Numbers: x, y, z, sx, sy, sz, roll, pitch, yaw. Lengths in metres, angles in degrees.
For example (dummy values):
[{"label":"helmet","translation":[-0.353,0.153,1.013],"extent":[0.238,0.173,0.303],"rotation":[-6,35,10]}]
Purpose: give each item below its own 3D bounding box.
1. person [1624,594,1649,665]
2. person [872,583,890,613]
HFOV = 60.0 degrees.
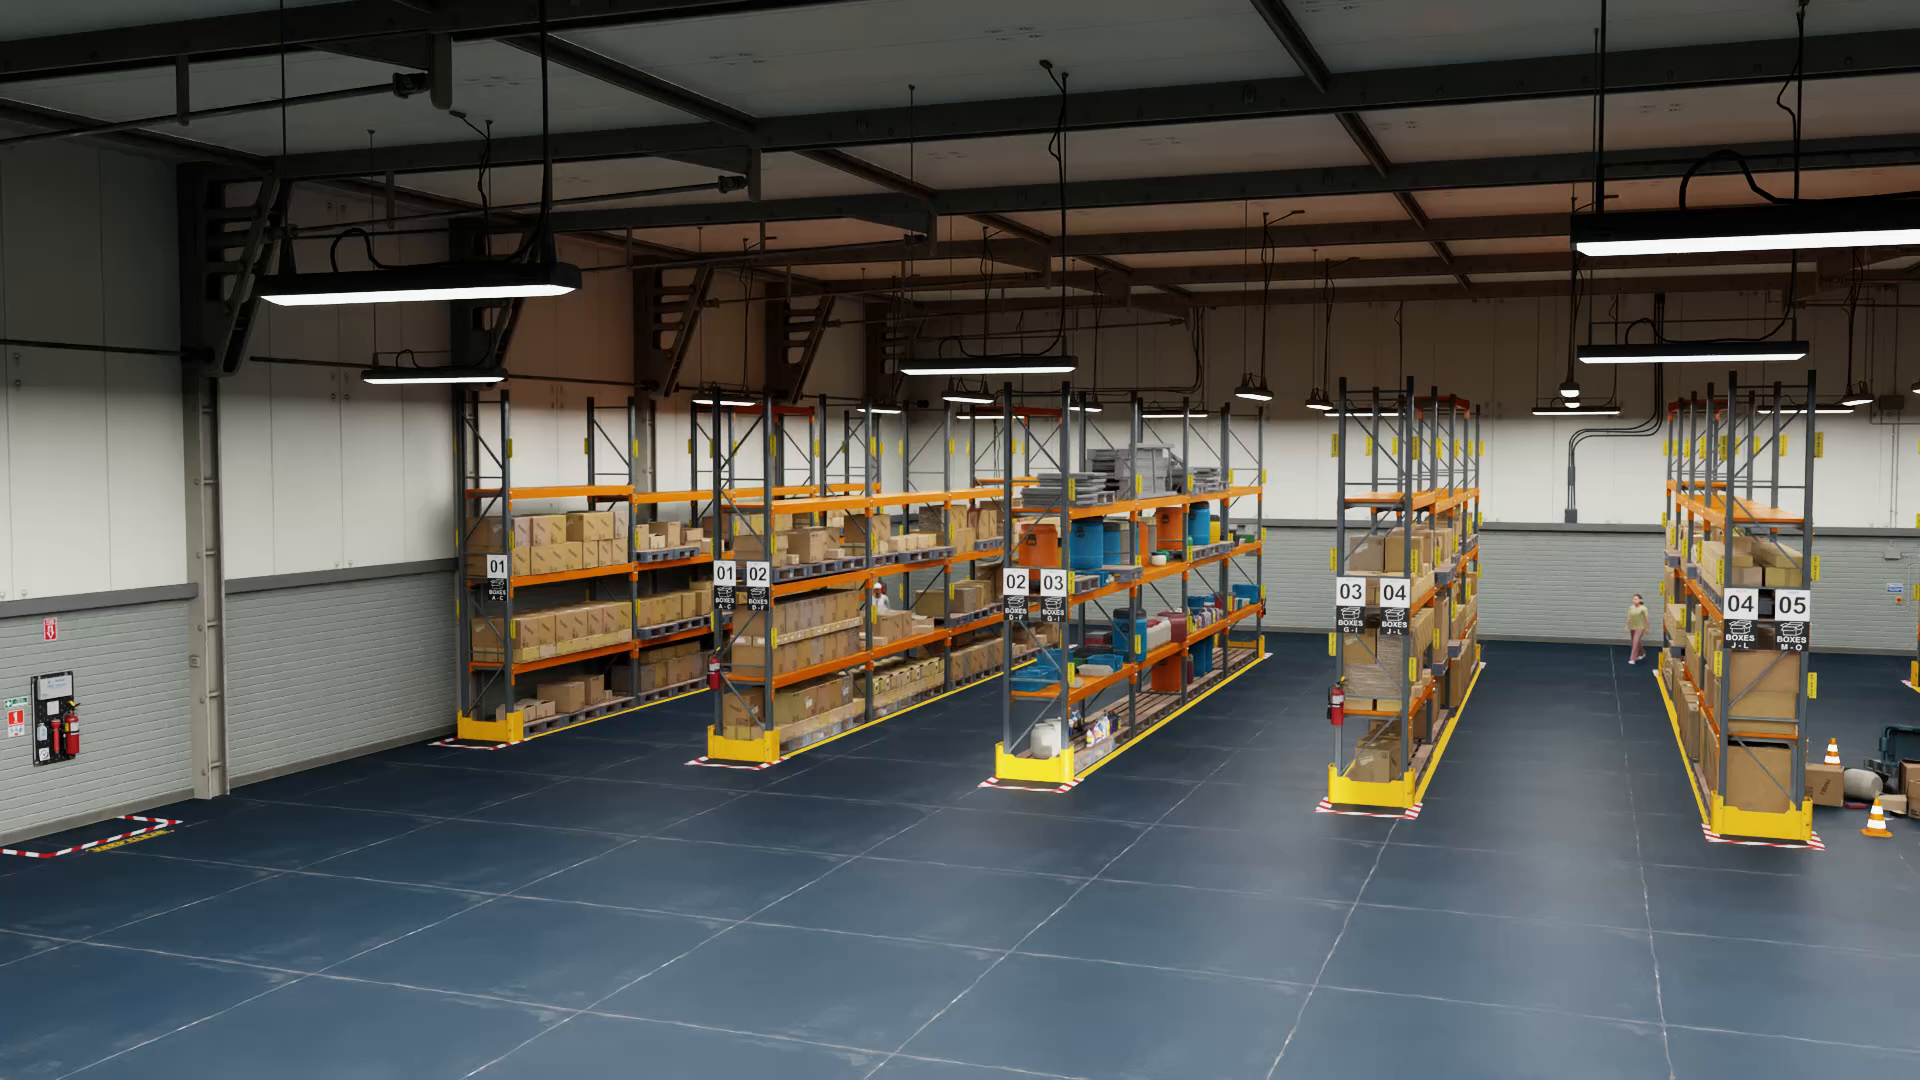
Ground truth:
[{"label":"person","translation":[15.722,2.054,38.562],"extent":[1.066,1.616,0.484],"rotation":[-3,4,-42]},{"label":"person","translation":[-1.949,1.871,40.551],"extent":[0.546,1.677,1.002],"rotation":[1,3,17]}]
